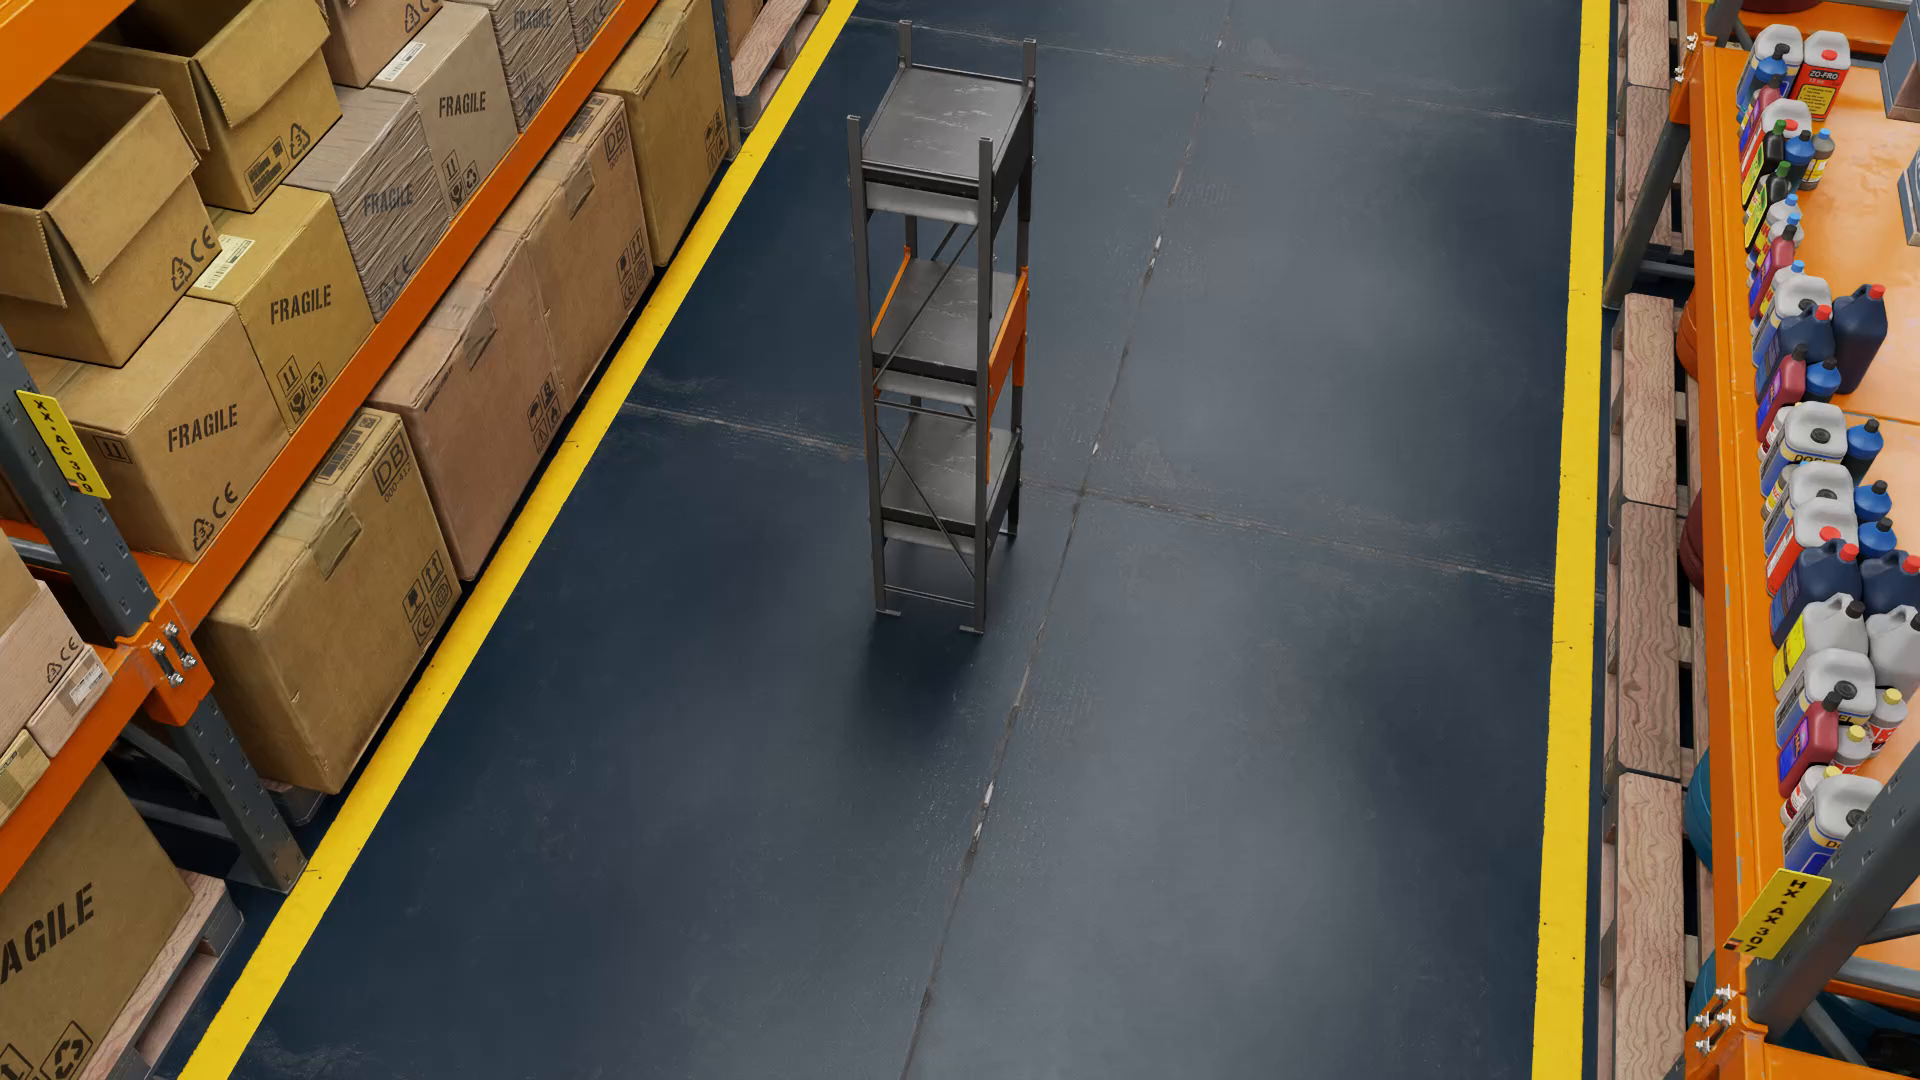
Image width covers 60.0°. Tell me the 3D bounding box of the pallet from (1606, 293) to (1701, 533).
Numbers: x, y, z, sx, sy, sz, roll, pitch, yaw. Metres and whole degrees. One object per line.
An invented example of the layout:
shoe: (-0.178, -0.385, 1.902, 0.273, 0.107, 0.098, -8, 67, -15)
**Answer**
pallet: (3.078, -0.425, 6.485, 1.003, 0.211, 1.213, 12, 50, 10)

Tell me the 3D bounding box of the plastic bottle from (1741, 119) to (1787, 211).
plastic bottle: (2.618, -1.216, 5.400, 0.061, 0.283, 0.133, 12, 50, 10)

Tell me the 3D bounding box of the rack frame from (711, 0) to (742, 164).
rack frame: (-1.533, -2.904, 6.812, 1.000, 3.000, 0.127, 12, 50, 10)

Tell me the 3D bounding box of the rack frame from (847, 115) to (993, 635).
rack frame: (-0.108, -0.399, 5.201, 0.400, 2.100, 0.015, 12, 50, 10)

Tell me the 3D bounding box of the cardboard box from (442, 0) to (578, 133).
cardboard box: (-1.695, -1.795, 5.767, 0.500, 0.500, 0.500, 10, 49, 9)

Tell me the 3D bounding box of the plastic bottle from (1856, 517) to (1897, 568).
plastic bottle: (2.338, 0.043, 4.298, 0.097, 0.271, 0.097, 0, 49, 0)

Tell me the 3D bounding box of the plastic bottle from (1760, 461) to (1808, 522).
plastic bottle: (2.252, -0.132, 4.498, 0.097, 0.201, 0.097, 0, 49, 0)

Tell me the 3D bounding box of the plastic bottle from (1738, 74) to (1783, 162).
plastic bottle: (2.689, -1.410, 5.572, 0.061, 0.283, 0.133, 12, 50, 10)

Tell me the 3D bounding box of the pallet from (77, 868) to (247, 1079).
pallet: (-2.862, 1.447, 4.832, 1.003, 0.211, 1.213, 12, 50, 10)

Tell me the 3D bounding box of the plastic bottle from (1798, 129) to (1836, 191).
plastic bottle: (2.823, -1.266, 5.499, 0.097, 0.201, 0.097, 0, 49, 0)

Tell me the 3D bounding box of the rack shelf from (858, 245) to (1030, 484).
rack shelf: (-0.044, -0.566, 5.367, 0.431, 0.518, 0.480, 12, 50, 10)

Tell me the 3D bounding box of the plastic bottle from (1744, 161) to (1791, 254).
plastic bottle: (2.557, -1.049, 5.253, 0.061, 0.283, 0.133, 12, 50, 10)

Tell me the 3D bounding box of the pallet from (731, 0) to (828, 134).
pallet: (-1.326, -2.546, 8.356, 1.003, 0.211, 1.213, 12, 50, 10)

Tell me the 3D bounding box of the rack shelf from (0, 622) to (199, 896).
rack shelf: (-3.113, 1.674, 3.252, 1.077, 0.370, 4.000, 12, 50, 10)

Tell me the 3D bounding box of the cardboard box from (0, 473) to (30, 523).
cardboard box: (-2.727, -0.436, 4.567, 0.500, 0.500, 0.500, 12, 50, 10)

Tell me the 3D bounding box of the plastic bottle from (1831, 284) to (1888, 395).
plastic bottle: (2.590, -0.610, 4.821, 0.144, 0.351, 0.185, 12, 50, 10)

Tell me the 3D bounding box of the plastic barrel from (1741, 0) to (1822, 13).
plastic barrel: (3.075, -2.367, 6.248, 0.600, 0.536, 0.708, 12, 50, 10)

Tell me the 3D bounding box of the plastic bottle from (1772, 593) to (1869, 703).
plastic bottle: (2.118, 0.254, 4.058, 0.144, 0.351, 0.185, 12, 50, 10)

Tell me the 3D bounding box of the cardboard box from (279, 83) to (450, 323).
cardboard box: (-1.960, -1.053, 5.112, 0.500, 0.500, 0.500, 11, 49, 9)

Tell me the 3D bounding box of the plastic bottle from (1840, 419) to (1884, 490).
plastic bottle: (2.435, -0.222, 4.532, 0.097, 0.271, 0.097, 0, 49, 0)

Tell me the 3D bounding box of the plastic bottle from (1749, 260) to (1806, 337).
plastic bottle: (2.458, -0.721, 4.971, 0.097, 0.271, 0.097, 0, 49, 0)

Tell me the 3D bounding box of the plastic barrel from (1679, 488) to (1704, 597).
plastic barrel: (2.835, -0.093, 5.660, 0.600, 0.588, 0.708, 12, 50, 10)

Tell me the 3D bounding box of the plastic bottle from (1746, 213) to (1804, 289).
plastic bottle: (2.519, -0.888, 5.119, 0.097, 0.271, 0.097, 0, 49, 0)

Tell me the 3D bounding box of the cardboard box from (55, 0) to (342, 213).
cardboard box: (-2.234, -1.333, 4.690, 0.797, 0.503, 0.637, 12, 50, 10)

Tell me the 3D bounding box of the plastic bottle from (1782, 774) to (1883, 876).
plastic bottle: (1.984, 0.659, 3.750, 0.152, 0.276, 0.135, 12, 50, 10)

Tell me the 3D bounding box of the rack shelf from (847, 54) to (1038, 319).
rack shelf: (-0.044, -1.029, 4.842, 0.431, 0.518, 0.480, 12, 50, 10)

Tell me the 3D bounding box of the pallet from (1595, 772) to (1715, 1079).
pallet: (2.435, 1.340, 4.927, 1.003, 0.211, 1.213, 12, 50, 10)

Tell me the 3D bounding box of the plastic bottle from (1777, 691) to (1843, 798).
plastic bottle: (2.001, 0.480, 3.903, 0.061, 0.283, 0.133, 12, 50, 10)

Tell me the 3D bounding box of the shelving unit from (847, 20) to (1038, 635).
shelving unit: (-0.044, -0.575, 5.357, 0.431, 2.100, 0.503, 12, 50, 10)

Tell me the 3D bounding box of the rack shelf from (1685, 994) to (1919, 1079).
rack shelf: (1.666, 2.651, 2.389, 1.077, 0.370, 4.000, 12, 50, 10)

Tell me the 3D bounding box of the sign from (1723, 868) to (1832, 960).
sign: (1.662, 0.765, 3.389, 0.100, 0.325, 0.005, 12, 50, 10)

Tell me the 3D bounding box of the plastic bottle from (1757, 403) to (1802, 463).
plastic bottle: (2.313, -0.300, 4.646, 0.097, 0.201, 0.097, 0, 49, 0)

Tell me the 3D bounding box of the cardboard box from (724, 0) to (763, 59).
cardboard box: (-1.376, -2.711, 8.016, 0.700, 0.500, 0.500, 9, 49, 8)

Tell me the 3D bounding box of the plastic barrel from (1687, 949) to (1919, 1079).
plastic barrel: (2.352, 1.132, 4.370, 0.600, 0.901, 0.708, 12, 50, 10)

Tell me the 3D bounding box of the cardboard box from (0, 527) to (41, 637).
cardboard box: (-2.449, 0.078, 3.582, 0.500, 0.500, 0.500, 13, 50, 11)

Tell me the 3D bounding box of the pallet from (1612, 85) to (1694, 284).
pallet: (3.486, -1.556, 7.483, 1.003, 0.211, 1.213, 12, 50, 10)

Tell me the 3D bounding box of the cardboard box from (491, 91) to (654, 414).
cardboard box: (-1.977, -1.201, 6.447, 1.225, 0.875, 0.875, 12, 50, 10)

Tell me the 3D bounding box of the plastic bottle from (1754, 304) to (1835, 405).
plastic bottle: (2.408, -0.543, 4.762, 0.144, 0.351, 0.185, 12, 50, 10)

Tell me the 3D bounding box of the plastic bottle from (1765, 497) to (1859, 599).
plastic bottle: (2.213, 0.030, 4.306, 0.152, 0.276, 0.135, 12, 50, 10)

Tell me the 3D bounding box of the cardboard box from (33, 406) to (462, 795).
cardboard box: (-2.437, 0.087, 5.310, 1.225, 0.875, 0.875, 12, 50, 10)

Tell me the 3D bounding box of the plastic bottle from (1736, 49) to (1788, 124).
plastic bottle: (2.762, -1.556, 5.709, 0.097, 0.271, 0.097, 0, 49, 0)

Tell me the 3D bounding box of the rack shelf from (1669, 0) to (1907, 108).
rack shelf: (3.771, -3.135, 7.496, 1.077, 0.370, 4.000, 12, 50, 10)

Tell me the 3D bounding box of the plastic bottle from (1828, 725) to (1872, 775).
plastic bottle: (2.082, 0.510, 3.932, 0.097, 0.201, 0.097, 0, 49, 0)

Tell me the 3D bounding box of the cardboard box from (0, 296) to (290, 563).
cardboard box: (-2.224, -0.327, 4.471, 0.500, 0.500, 0.500, 12, 50, 10)

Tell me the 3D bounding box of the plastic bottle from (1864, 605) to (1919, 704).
plastic bottle: (2.257, 0.282, 4.033, 0.144, 0.351, 0.185, 12, 50, 10)

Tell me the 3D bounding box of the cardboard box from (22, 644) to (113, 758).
cardboard box: (-2.350, 0.358, 4.101, 0.380, 0.149, 0.250, 12, 50, 10)
